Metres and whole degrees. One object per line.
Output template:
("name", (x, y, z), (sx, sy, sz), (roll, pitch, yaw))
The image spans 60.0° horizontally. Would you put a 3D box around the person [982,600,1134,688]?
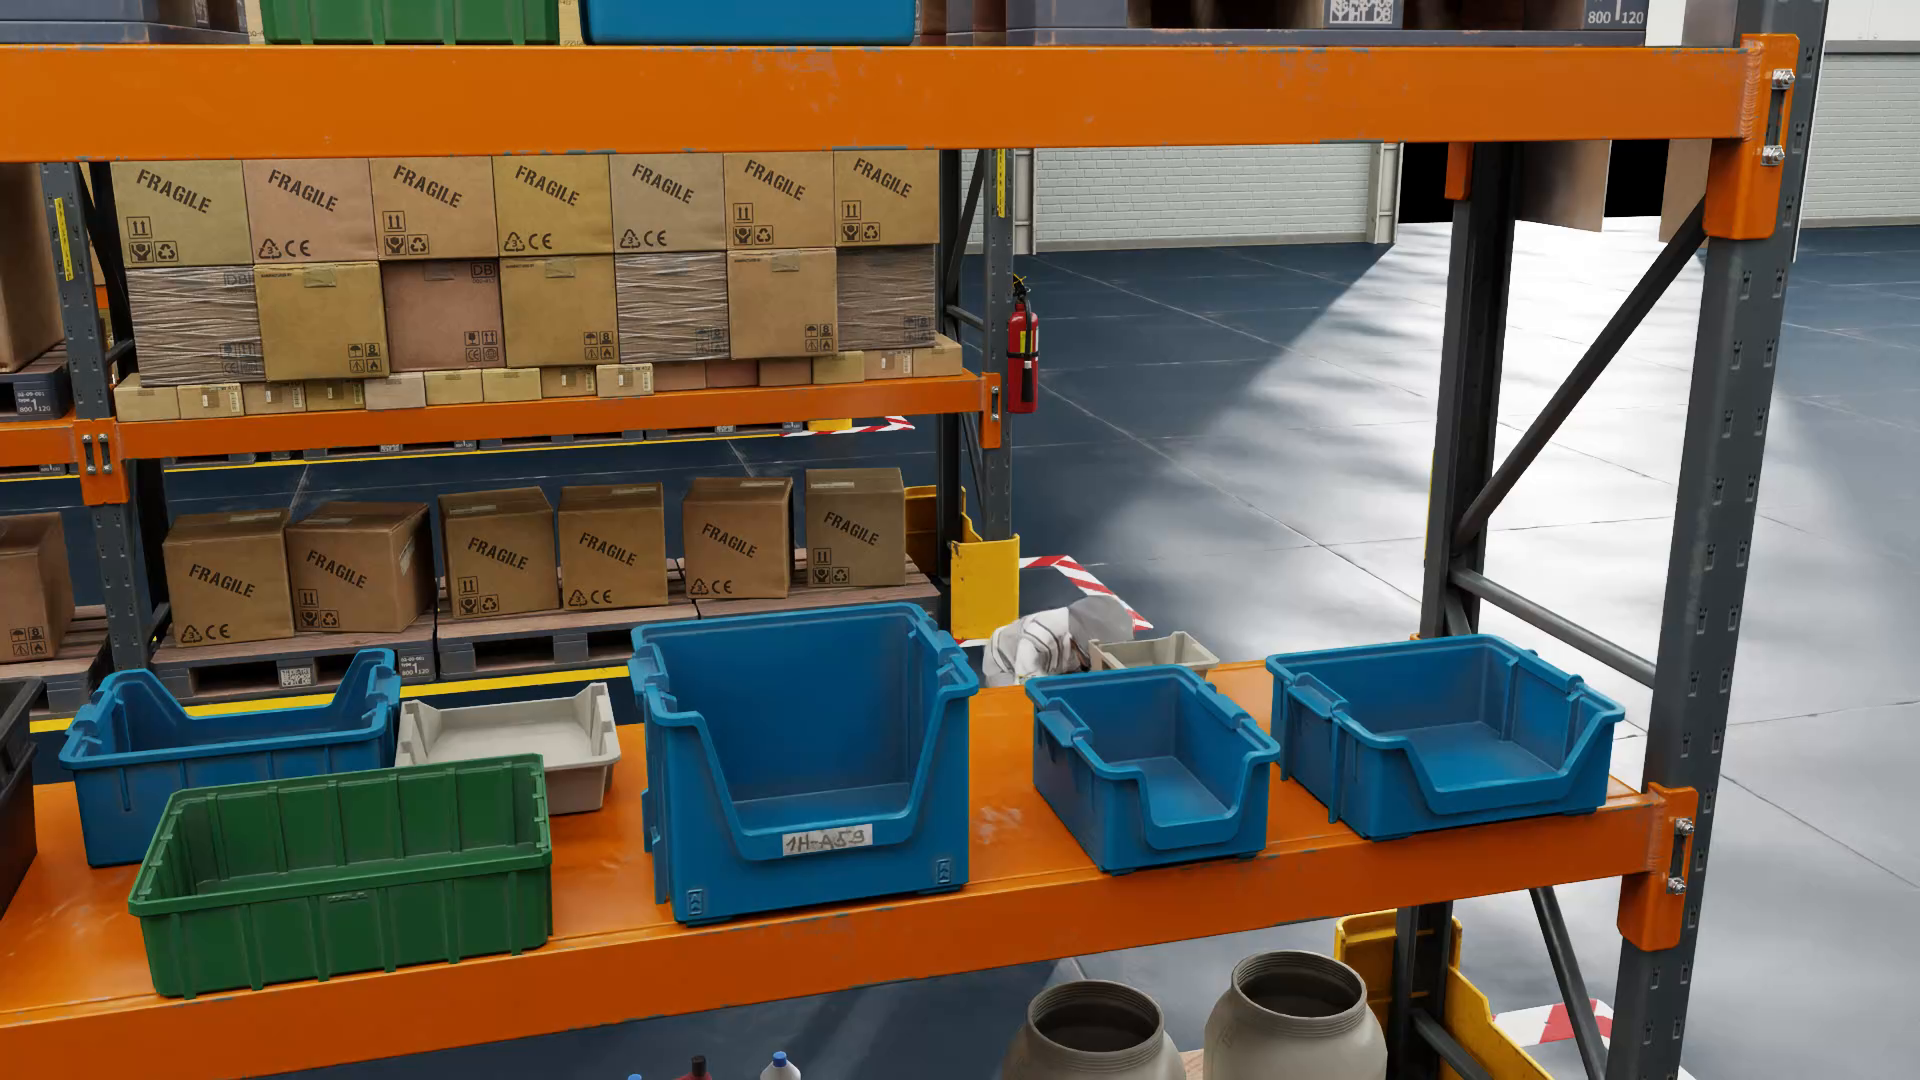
("person", (0.382, 0.591, 6.378), (0.490, 0.899, 0.848), (-5, 17, -15))
